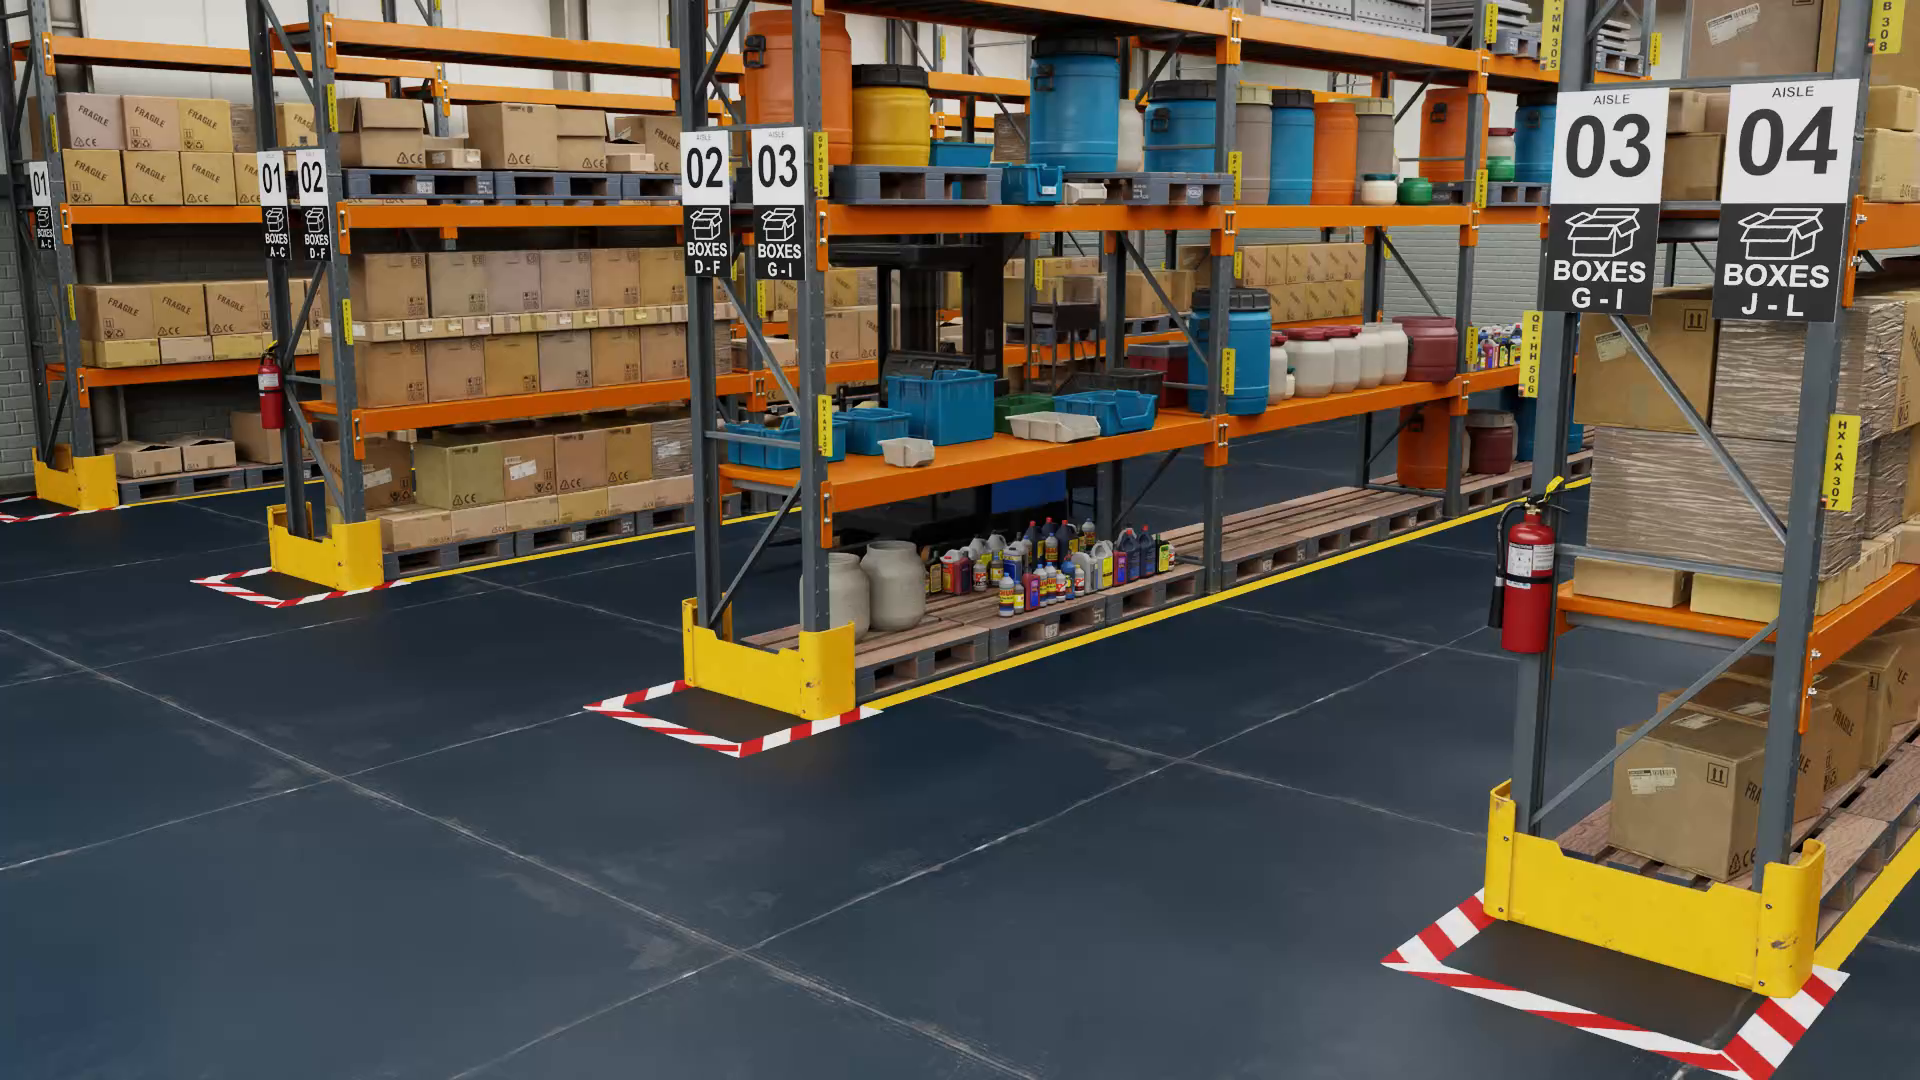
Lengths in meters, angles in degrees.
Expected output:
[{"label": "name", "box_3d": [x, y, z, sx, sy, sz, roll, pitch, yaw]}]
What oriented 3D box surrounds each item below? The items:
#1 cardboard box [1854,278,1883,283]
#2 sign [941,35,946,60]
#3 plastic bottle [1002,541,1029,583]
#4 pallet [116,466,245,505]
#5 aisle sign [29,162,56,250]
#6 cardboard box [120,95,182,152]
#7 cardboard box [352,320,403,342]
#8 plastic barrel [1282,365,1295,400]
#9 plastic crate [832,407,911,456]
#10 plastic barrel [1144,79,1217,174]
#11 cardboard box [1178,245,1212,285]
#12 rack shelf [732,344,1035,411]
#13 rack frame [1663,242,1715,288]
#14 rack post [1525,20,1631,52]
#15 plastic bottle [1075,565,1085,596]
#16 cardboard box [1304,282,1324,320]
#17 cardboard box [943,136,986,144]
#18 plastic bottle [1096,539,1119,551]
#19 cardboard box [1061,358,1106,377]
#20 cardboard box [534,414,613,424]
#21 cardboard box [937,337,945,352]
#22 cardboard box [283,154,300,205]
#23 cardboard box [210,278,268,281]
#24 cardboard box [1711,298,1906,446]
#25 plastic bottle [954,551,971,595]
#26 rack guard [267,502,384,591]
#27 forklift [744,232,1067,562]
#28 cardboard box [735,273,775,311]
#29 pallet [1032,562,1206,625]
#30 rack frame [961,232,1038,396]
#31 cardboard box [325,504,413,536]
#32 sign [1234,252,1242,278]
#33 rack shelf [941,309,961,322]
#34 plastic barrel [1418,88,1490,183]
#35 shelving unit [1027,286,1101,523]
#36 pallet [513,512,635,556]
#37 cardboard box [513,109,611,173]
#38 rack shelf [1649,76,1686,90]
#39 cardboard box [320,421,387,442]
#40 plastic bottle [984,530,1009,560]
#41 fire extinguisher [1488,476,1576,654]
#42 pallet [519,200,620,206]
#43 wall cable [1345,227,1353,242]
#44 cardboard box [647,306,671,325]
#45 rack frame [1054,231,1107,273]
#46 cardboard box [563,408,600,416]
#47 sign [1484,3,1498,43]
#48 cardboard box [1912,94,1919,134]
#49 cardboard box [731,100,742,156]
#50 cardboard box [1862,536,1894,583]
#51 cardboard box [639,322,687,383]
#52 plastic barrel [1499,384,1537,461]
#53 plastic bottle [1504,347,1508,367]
[{"label": "cardboard box", "box_3d": [4.080, -1.002, 8.003, 0.500, 0.500, 0.500, 10, 15, 40]}, {"label": "sign", "box_3d": [-0.238, -6.966, 23.527, 0.100, 0.325, 0.005, 10, 15, 40]}, {"label": "plastic bottle", "box_3d": [0.385, 0.153, 11.619, 0.152, 0.276, 0.135, 10, 15, 40]}, {"label": "pallet", "box_3d": [-7.962, -0.589, 16.622, 1.003, 0.211, 1.213, 10, 15, 40]}, {"label": "aisle sign", "box_3d": [-8.397, -3.056, 15.215, 0.394, 0.787, 0.004, 10, 15, 40]}, {"label": "cardboard box", "box_3d": [-7.769, -3.943, 15.777, 0.500, 0.500, 0.500, 10, 15, 40]}, {"label": "cardboard box", "box_3d": [-4.431, -1.587, 12.589, 0.380, 0.149, 0.250, 10, 15, 40]}, {"label": "plastic barrel", "box_3d": [2.496, -1.245, 13.140, 0.301, 0.262, 0.301, 0, 11, 0]}, {"label": "plastic crate", "box_3d": [-0.595, -0.684, 10.356, 0.499, 0.251, 0.408, 10, 15, 40]}, {"label": "plastic barrel", "box_3d": [1.680, -2.958, 12.423, 0.600, 0.901, 0.708, 10, 15, 40]}, {"label": "cardboard box", "box_3d": [3.209, -3.603, 21.785, 0.500, 0.500, 0.500, 10, 15, 41]}, {"label": "rack shelf", "box_3d": [-0.891, -1.720, 17.003, 1.077, 0.370, 4.000, 10, 15, 40]}, {"label": "rack frame", "box_3d": [9.428, -2.904, 21.090, 1.000, 3.000, 0.127, 10, 15, 40]}, {"label": "rack post", "box_3d": [6.208, -5.100, 16.963, 0.937, 0.300, 0.954, 9, 15, 39]}, {"label": "plastic bottle", "box_3d": [0.791, 0.271, 11.219, 0.097, 0.201, 0.097, 0, 11, 0]}, {"label": "cardboard box", "box_3d": [4.613, -3.269, 22.664, 0.500, 0.500, 0.500, 9, 15, 40]}, {"label": "cardboard box", "box_3d": [0.027, -5.685, 24.497, 0.500, 0.500, 0.500, 10, 15, 40]}, {"label": "plastic bottle", "box_3d": [1.044, 0.127, 11.749, 0.152, 0.276, 0.135, 10, 15, 40]}, {"label": "cardboard box", "box_3d": [1.576, -2.053, 20.176, 0.500, 0.250, 0.500, 9, 15, 39]}, {"label": "cardboard box", "box_3d": [-3.413, -0.829, 14.739, 0.500, 0.500, 0.500, 10, 15, 40]}, {"label": "cardboard box", "box_3d": [-0.370, -2.049, 17.455, 0.250, 0.149, 0.380, -11, 16, -43]}, {"label": "cardboard box", "box_3d": [-6.763, -3.683, 17.029, 0.500, 0.500, 0.500, 9, 14, 38]}, {"label": "cardboard box", "box_3d": [-7.414, -2.455, 17.260, 0.500, 0.500, 0.500, 10, 15, 41]}, {"label": "cardboard box", "box_3d": [3.155, -0.640, 6.190, 0.500, 0.500, 0.500, 10, 15, 40]}, {"label": "plastic bottle", "box_3d": [0.017, 0.220, 11.263, 0.061, 0.283, 0.133, 10, 15, 40]}, {"label": "rack guard", "box_3d": [-4.868, 0.039, 12.740, 1.175, 0.500, 0.348, 10, 15, 40]}, {"label": "forklift", "box_3d": [-0.416, -1.345, 13.460, 1.130, 2.935, 3.031, 10, 15, 40]}, {"label": "cardboard box", "box_3d": [-2.782, -3.250, 21.761, 0.500, 0.500, 0.500, 10, 15, 42]}, {"label": "pallet", "box_3d": [1.032, 0.323, 12.056, 1.003, 0.211, 1.213, 10, 15, 40]}, {"label": "rack frame", "box_3d": [0.429, -2.367, 18.406, 1.000, 3.000, 0.127, 10, 15, 40]}, {"label": "cardboard box", "box_3d": [-4.720, -0.165, 13.328, 0.500, 0.250, 0.500, 10, 15, 40]}, {"label": "sign", "box_3d": [3.489, -3.453, 20.883, 0.100, 0.325, 0.005, 10, 15, 40]}, {"label": "rack shelf", "box_3d": [0.666, -3.537, 26.100, 1.077, 0.370, 4.000, 10, 15, 40]}, {"label": "plastic barrel", "box_3d": [4.524, -3.697, 15.236, 0.600, 0.830, 0.708, 10, 15, 40]}, {"label": "shelving unit", "box_3d": [0.916, -1.189, 14.797, 0.503, 2.100, 0.431, -8, 13, -33]}, {"label": "pallet", "box_3d": [-3.573, -0.120, 14.271, 1.003, 0.211, 1.213, 10, 15, 40]}, {"label": "cardboard box", "box_3d": [-3.393, -3.349, 13.969, 0.637, 0.503, 0.797, -10, 15, -41]}, {"label": "rack shelf", "box_3d": [8.108, -5.002, 19.139, 1.077, 0.370, 4.000, 10, 15, 40]}, {"label": "cardboard box", "box_3d": [-6.590, -1.251, 18.075, 0.500, 0.500, 0.500, 8, 14, 36]}, {"label": "plastic bottle", "box_3d": [0.257, 0.101, 11.689, 0.144, 0.351, 0.185, 10, 15, 40]}, {"label": "fire extinguisher", "box_3d": [2.165, 0.086, 6.319, 0.296, 0.674, 0.183, 10, 15, 40]}, {"label": "pallet", "box_3d": [-4.765, -4.028, 19.540, 1.213, 0.211, 1.003, 10, 15, 40]}, {"label": "wall cable", "box_3d": [5.988, -6.390, 31.154, 3.097, 2.526, 0.112, 10, 15, 40]}, {"label": "cardboard box", "box_3d": [-2.738, -1.965, 14.478, 0.380, 0.149, 0.250, 10, 15, 40]}, {"label": "rack frame", "box_3d": [1.986, -4.184, 27.503, 1.000, 3.000, 0.127, 10, 15, 40]}, {"label": "cardboard box", "box_3d": [-4.791, -1.672, 20.181, 0.700, 0.500, 0.500, 10, 15, 41]}, {"label": "sign", "box_3d": [4.565, -4.440, 14.290, 0.100, 0.325, 0.005, 10, 15, 40]}, {"label": "cardboard box", "box_3d": [3.494, -1.622, 6.381, 0.380, 0.149, 0.250, 11, 15, 43]}, {"label": "cardboard box", "box_3d": [-1.774, -3.836, 15.495, 0.500, 0.500, 0.500, 10, 15, 41]}, {"label": "cardboard box", "box_3d": [3.630, 0.058, 6.901, 0.380, 0.149, 0.250, 10, 15, 40]}, {"label": "cardboard box", "box_3d": [-2.843, -1.683, 14.726, 0.700, 0.500, 0.500, 10, 15, 40]}, {"label": "plastic barrel", "box_3d": [5.949, -1.310, 17.396, 0.600, 0.901, 0.708, 10, 15, 40]}, {"label": "plastic bottle", "box_3d": [5.167, -1.752, 15.833, 0.097, 0.201, 0.097, 0, 11, 0]}]
